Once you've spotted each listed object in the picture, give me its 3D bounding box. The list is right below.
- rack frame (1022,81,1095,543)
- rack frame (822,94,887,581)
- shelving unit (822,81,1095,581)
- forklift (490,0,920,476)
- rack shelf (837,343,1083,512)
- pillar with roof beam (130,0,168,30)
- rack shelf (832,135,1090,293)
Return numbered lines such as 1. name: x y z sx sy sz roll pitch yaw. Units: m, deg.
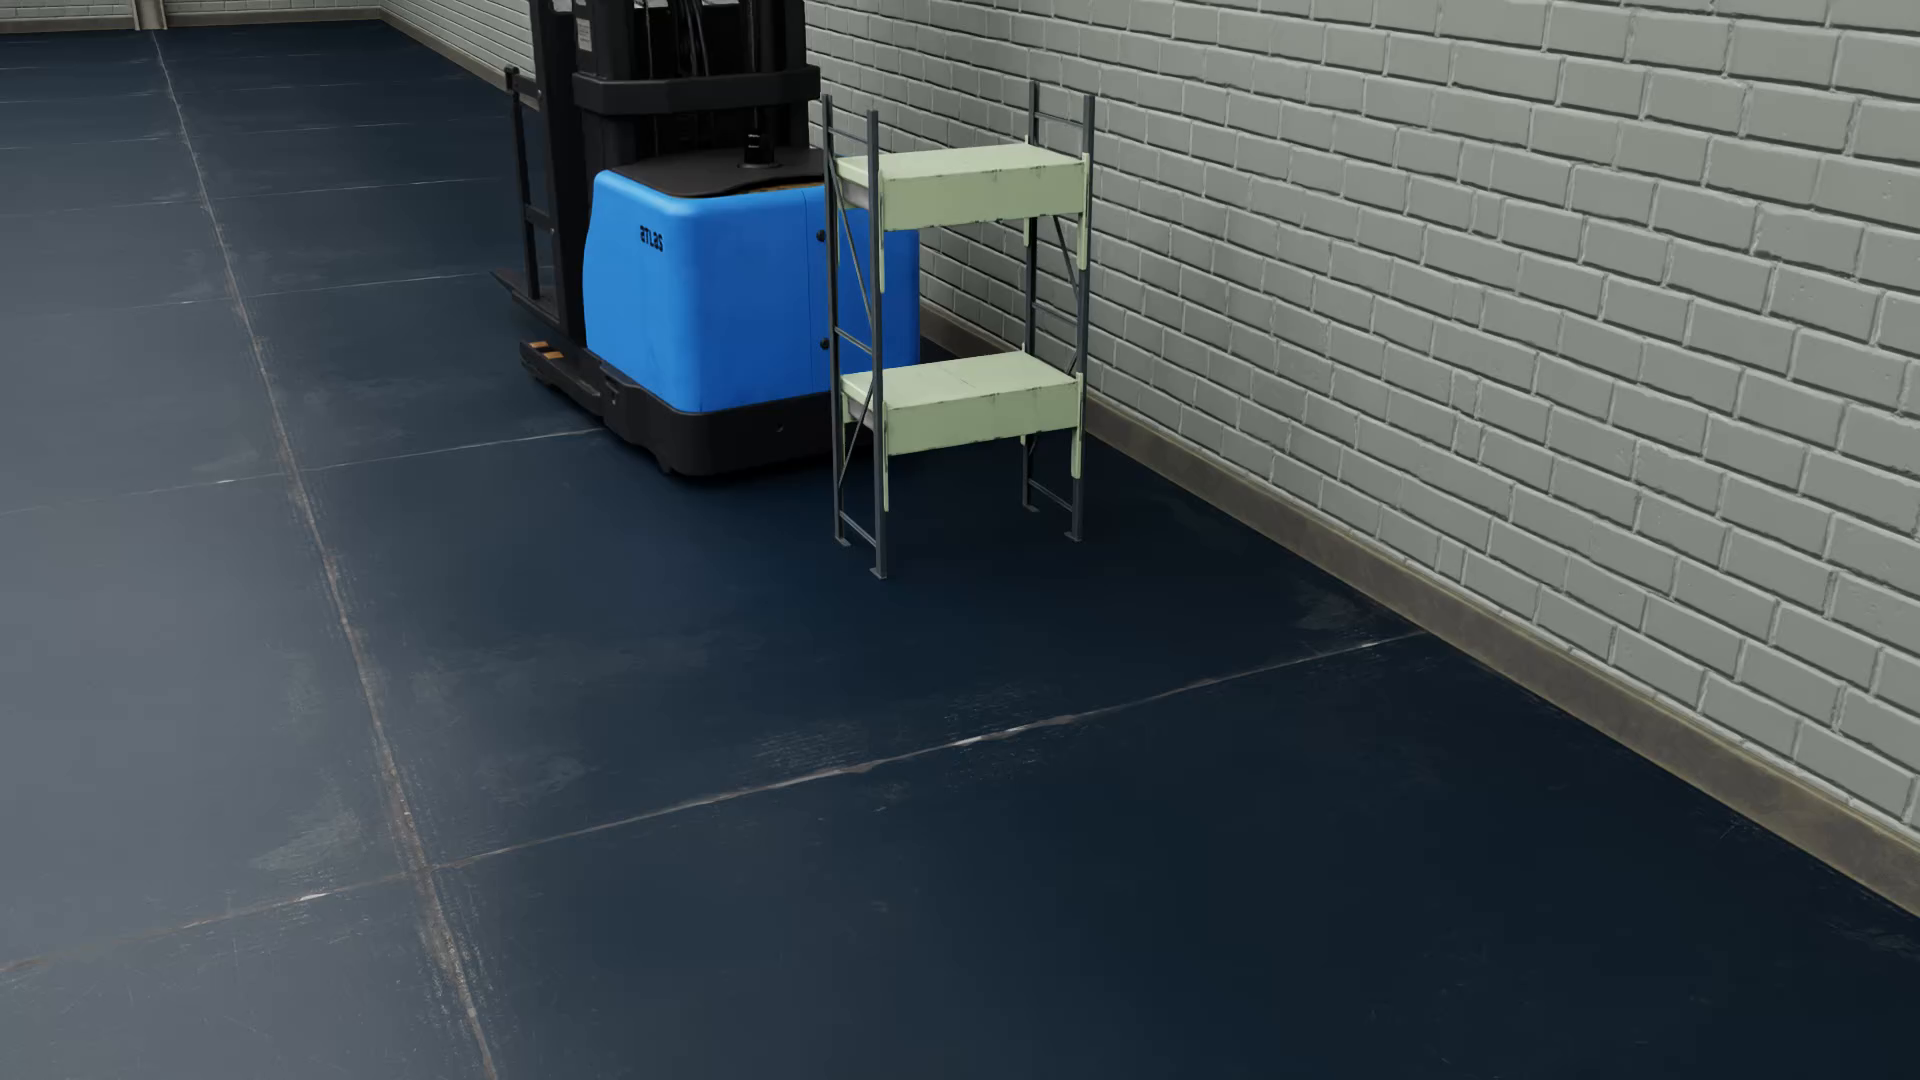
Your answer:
1. rack frame: 0.324 -0.753 5.607 0.023 1.500 0.400 -10 25 -24
2. rack frame: -0.336 -0.631 5.314 0.023 1.500 0.400 -10 25 -24
3. shelving unit: -0.006 -0.692 5.460 0.755 1.500 0.431 -10 25 -24
4. forklift: -1.333 -2.107 7.008 1.130 2.935 3.031 -13 26 -29
5. rack shelf: -0.006 -0.391 5.585 0.720 0.370 0.431 -10 25 -24
6. pillar with roof beam: -9.004 -9.549 17.053 0.400 9.000 9.100 -10 25 -24
7. rack shelf: -0.006 -1.052 5.311 0.720 0.370 0.431 -10 25 -24
